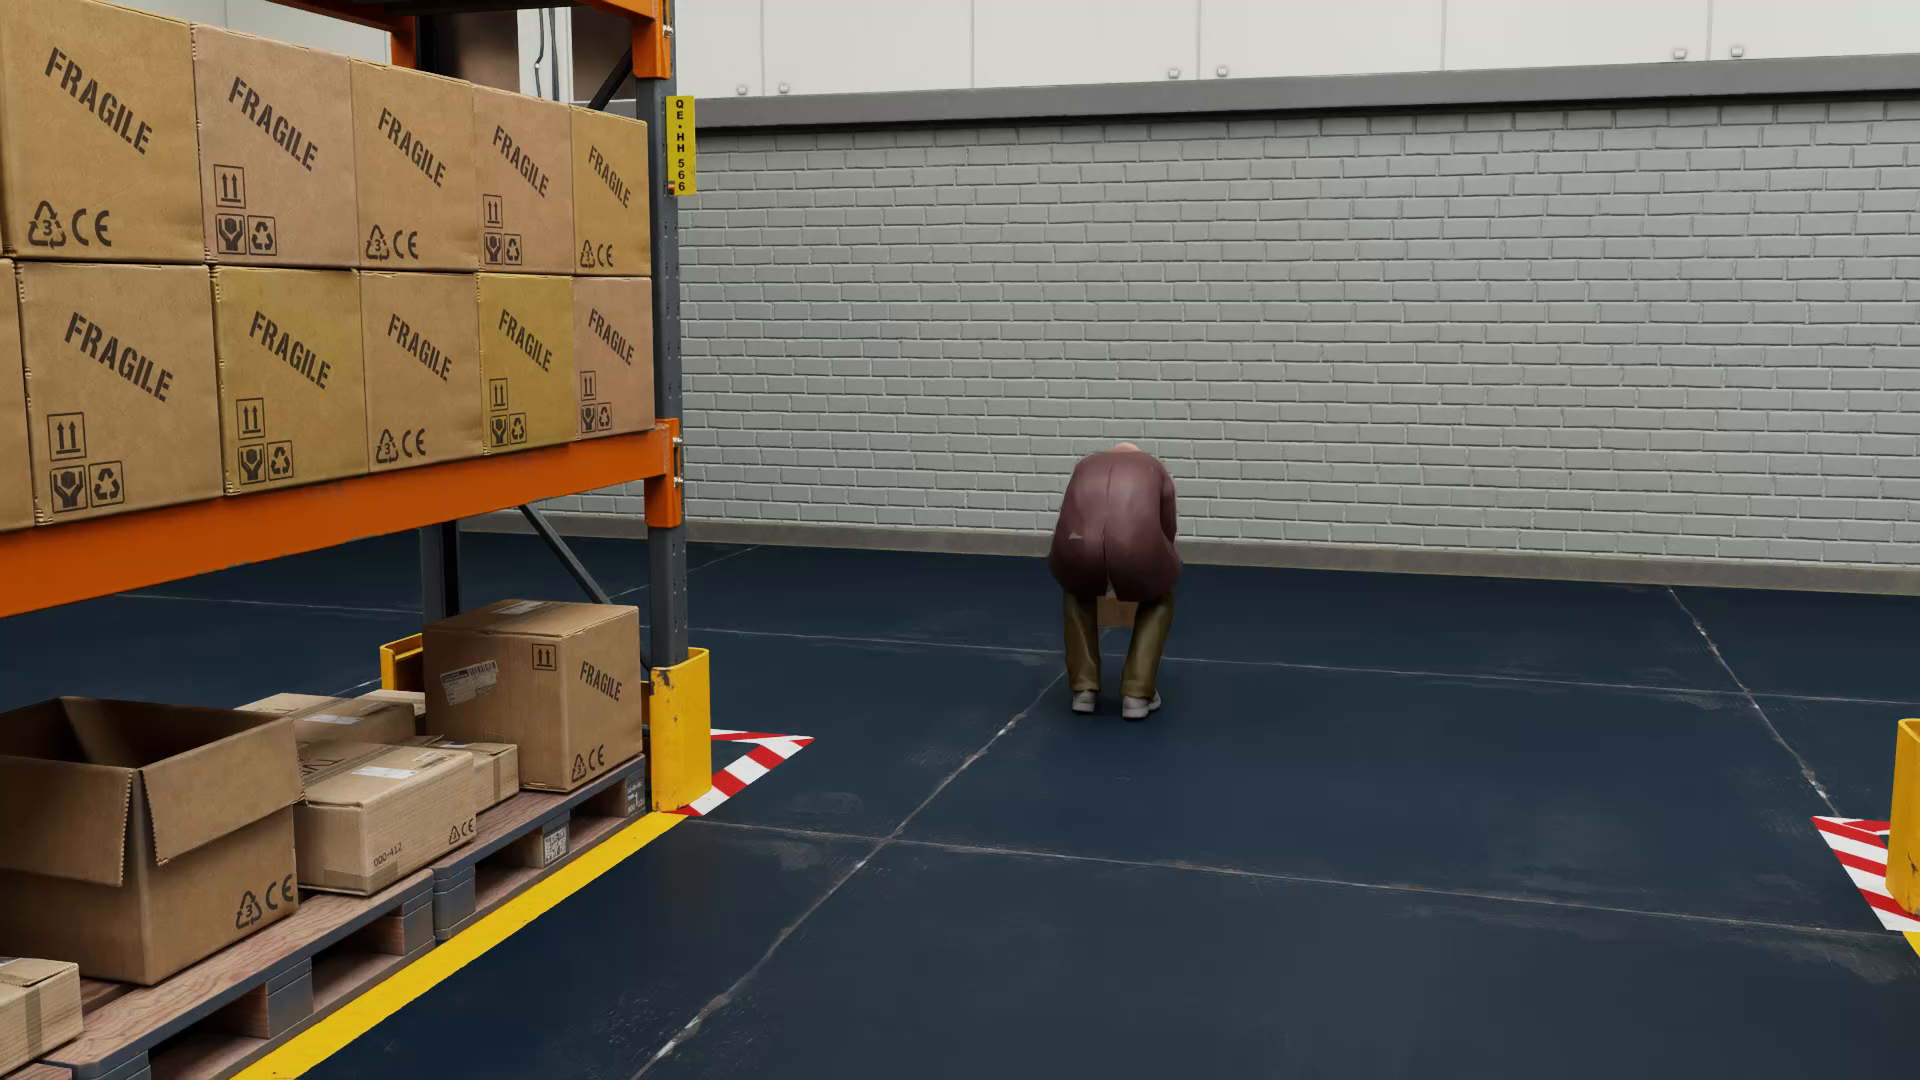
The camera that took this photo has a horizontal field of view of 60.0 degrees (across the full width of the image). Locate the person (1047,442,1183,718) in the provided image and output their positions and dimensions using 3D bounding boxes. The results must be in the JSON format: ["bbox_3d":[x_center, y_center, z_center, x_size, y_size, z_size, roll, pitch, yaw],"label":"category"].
[{"bbox_3d":[0.687,0.157,7.176,0.581,1.098,0.940,2,8,13],"label":"person"}]
